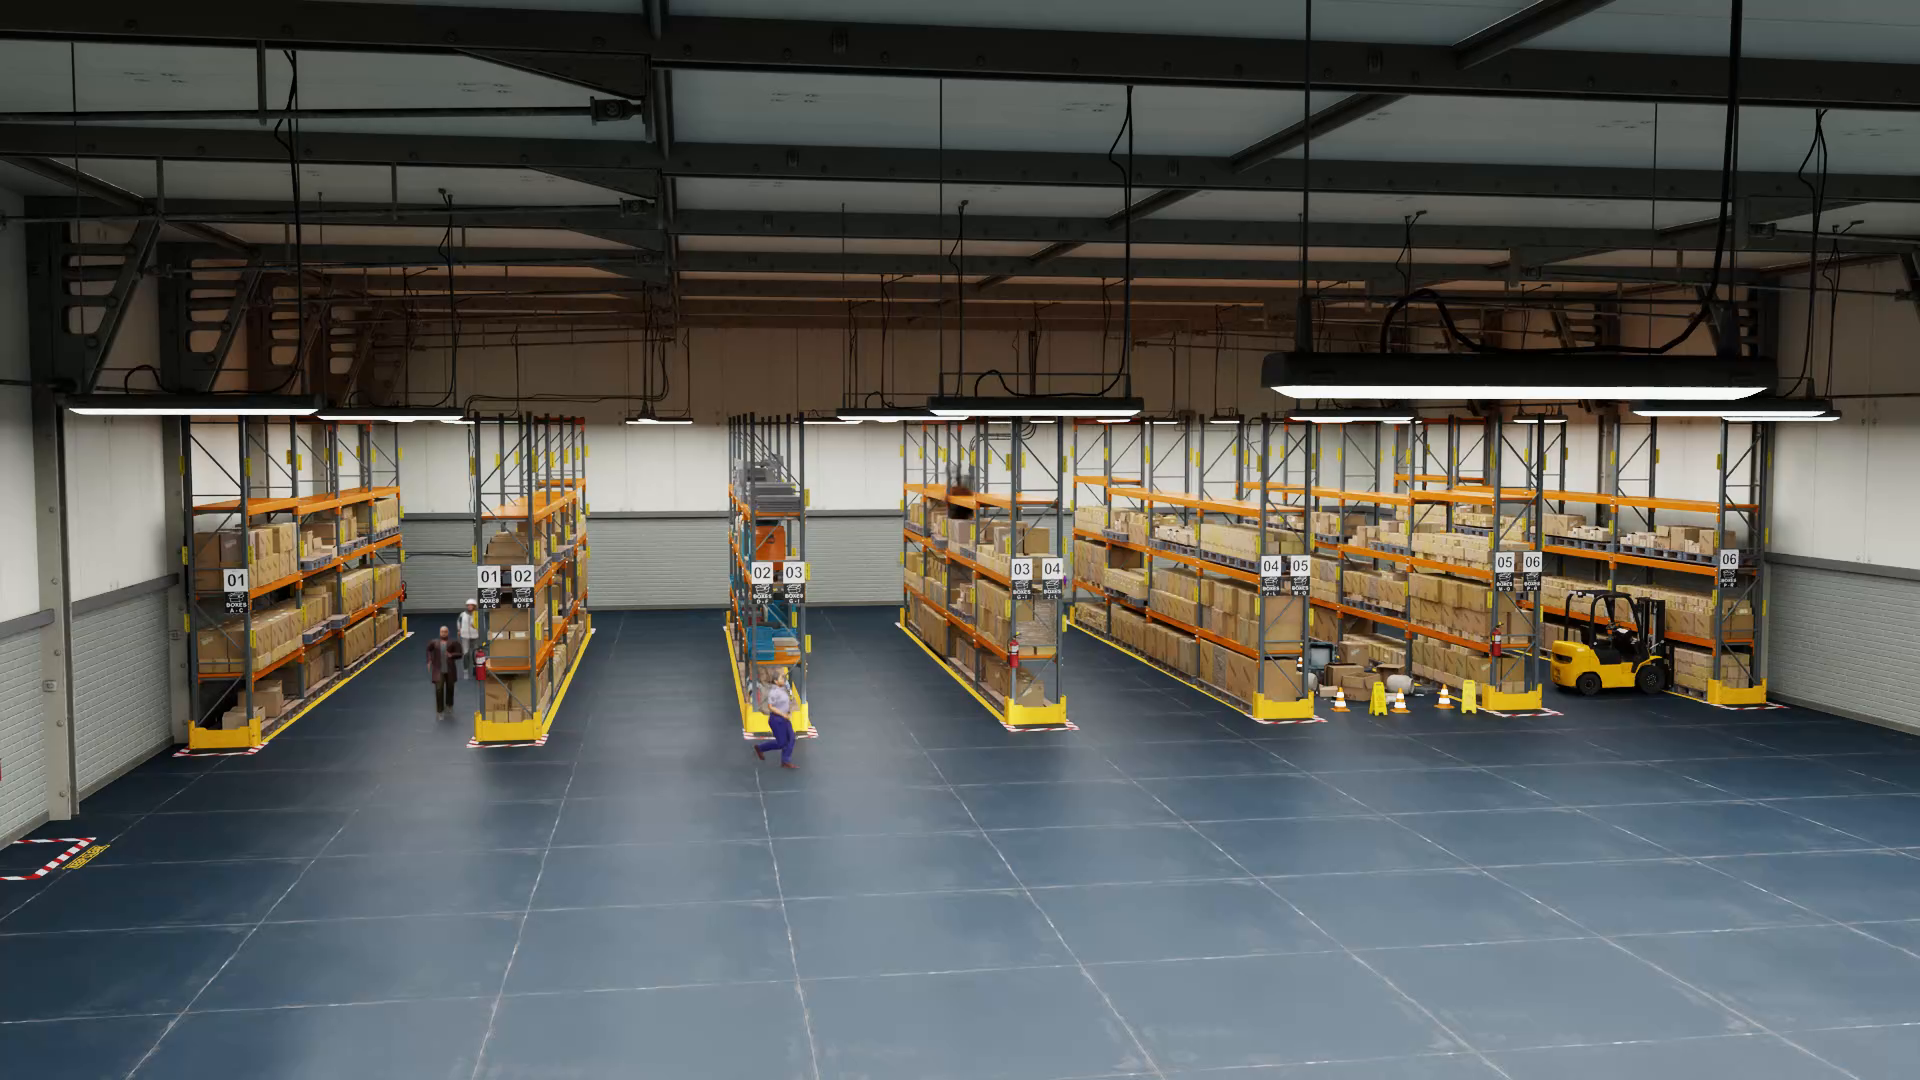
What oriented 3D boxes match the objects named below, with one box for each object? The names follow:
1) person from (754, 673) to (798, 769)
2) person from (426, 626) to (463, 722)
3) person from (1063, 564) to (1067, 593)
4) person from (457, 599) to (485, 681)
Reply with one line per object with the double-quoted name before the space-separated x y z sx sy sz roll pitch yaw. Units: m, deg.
"person" -3.077 3.033 27.911 0.720 1.608 0.615 1 4 10
"person" -10.118 2.593 32.651 0.686 1.809 0.988 -1 4 -17
"person" 2.870 1.513 49.673 0.555 1.669 0.873 -2 5 -32
"person" -11.150 2.247 37.927 0.635 1.817 0.836 -1 4 -11
